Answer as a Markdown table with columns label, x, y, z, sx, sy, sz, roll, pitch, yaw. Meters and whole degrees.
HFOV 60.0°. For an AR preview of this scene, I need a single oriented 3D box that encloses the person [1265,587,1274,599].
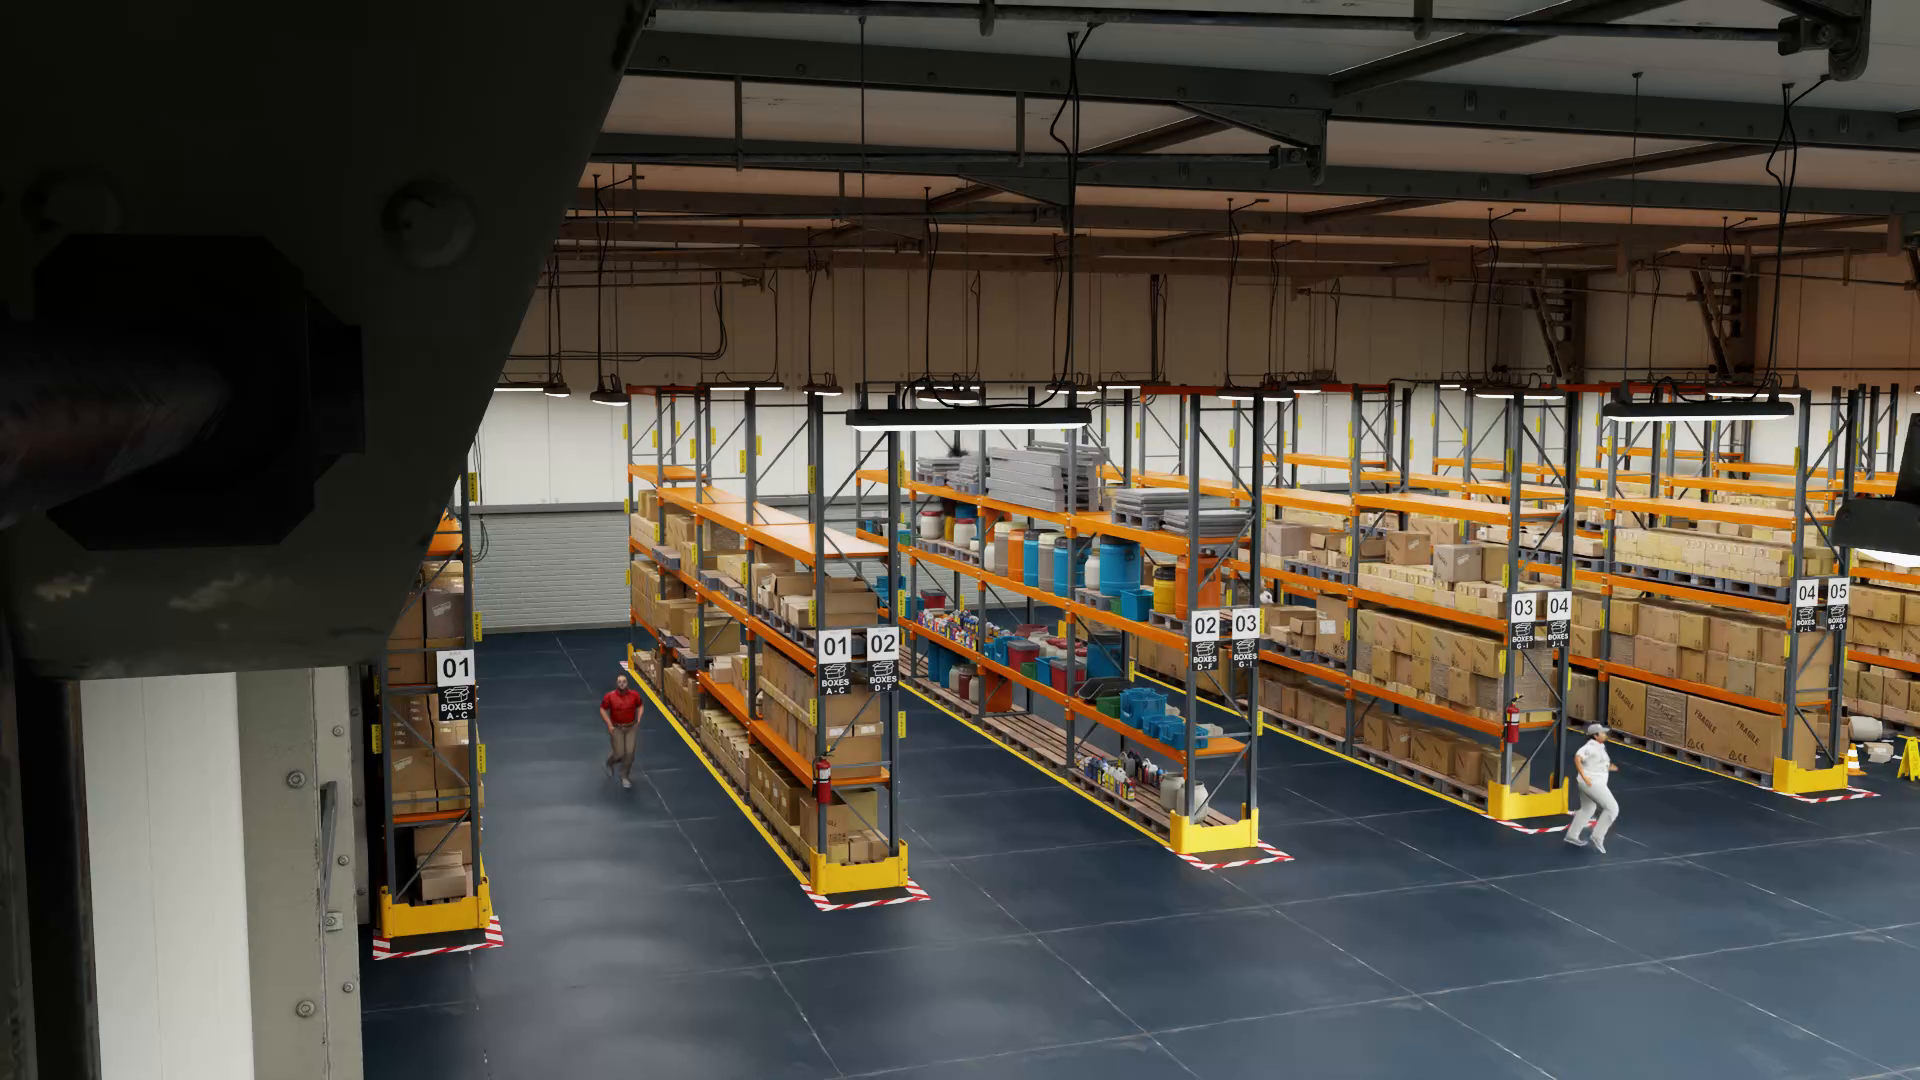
| label | x | y | z | sx | sy | sz | roll | pitch | yaw |
| --- | --- | --- | --- | --- | --- | --- | --- | --- | --- |
| person | 7.667 | 1.260 | 41.373 | 0.572 | 1.608 | 0.571 | -4 | 7 | -37 |

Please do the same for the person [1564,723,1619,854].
| label | x | y | z | sx | sy | sz | roll | pitch | yaw |
| --- | --- | --- | --- | --- | --- | --- | --- | --- | --- |
| person | 8.346 | 3.255 | 21.963 | 0.648 | 1.687 | 0.606 | 2 | 6 | 16 |

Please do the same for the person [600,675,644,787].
| label | x | y | z | sx | sy | sz | roll | pitch | yaw |
| --- | --- | --- | --- | --- | --- | --- | --- | --- | --- |
| person | -5.121 | 2.889 | 25.312 | 0.653 | 1.700 | 0.647 | -3 | 6 | -24 |

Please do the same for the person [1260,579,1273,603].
| label | x | y | z | sx | sy | sz | roll | pitch | yaw |
| --- | --- | --- | --- | --- | --- | --- | --- | --- | --- |
| person | 6.724 | 1.689 | 37.034 | 0.664 | 1.654 | 0.575 | -1 | 6 | -12 |
